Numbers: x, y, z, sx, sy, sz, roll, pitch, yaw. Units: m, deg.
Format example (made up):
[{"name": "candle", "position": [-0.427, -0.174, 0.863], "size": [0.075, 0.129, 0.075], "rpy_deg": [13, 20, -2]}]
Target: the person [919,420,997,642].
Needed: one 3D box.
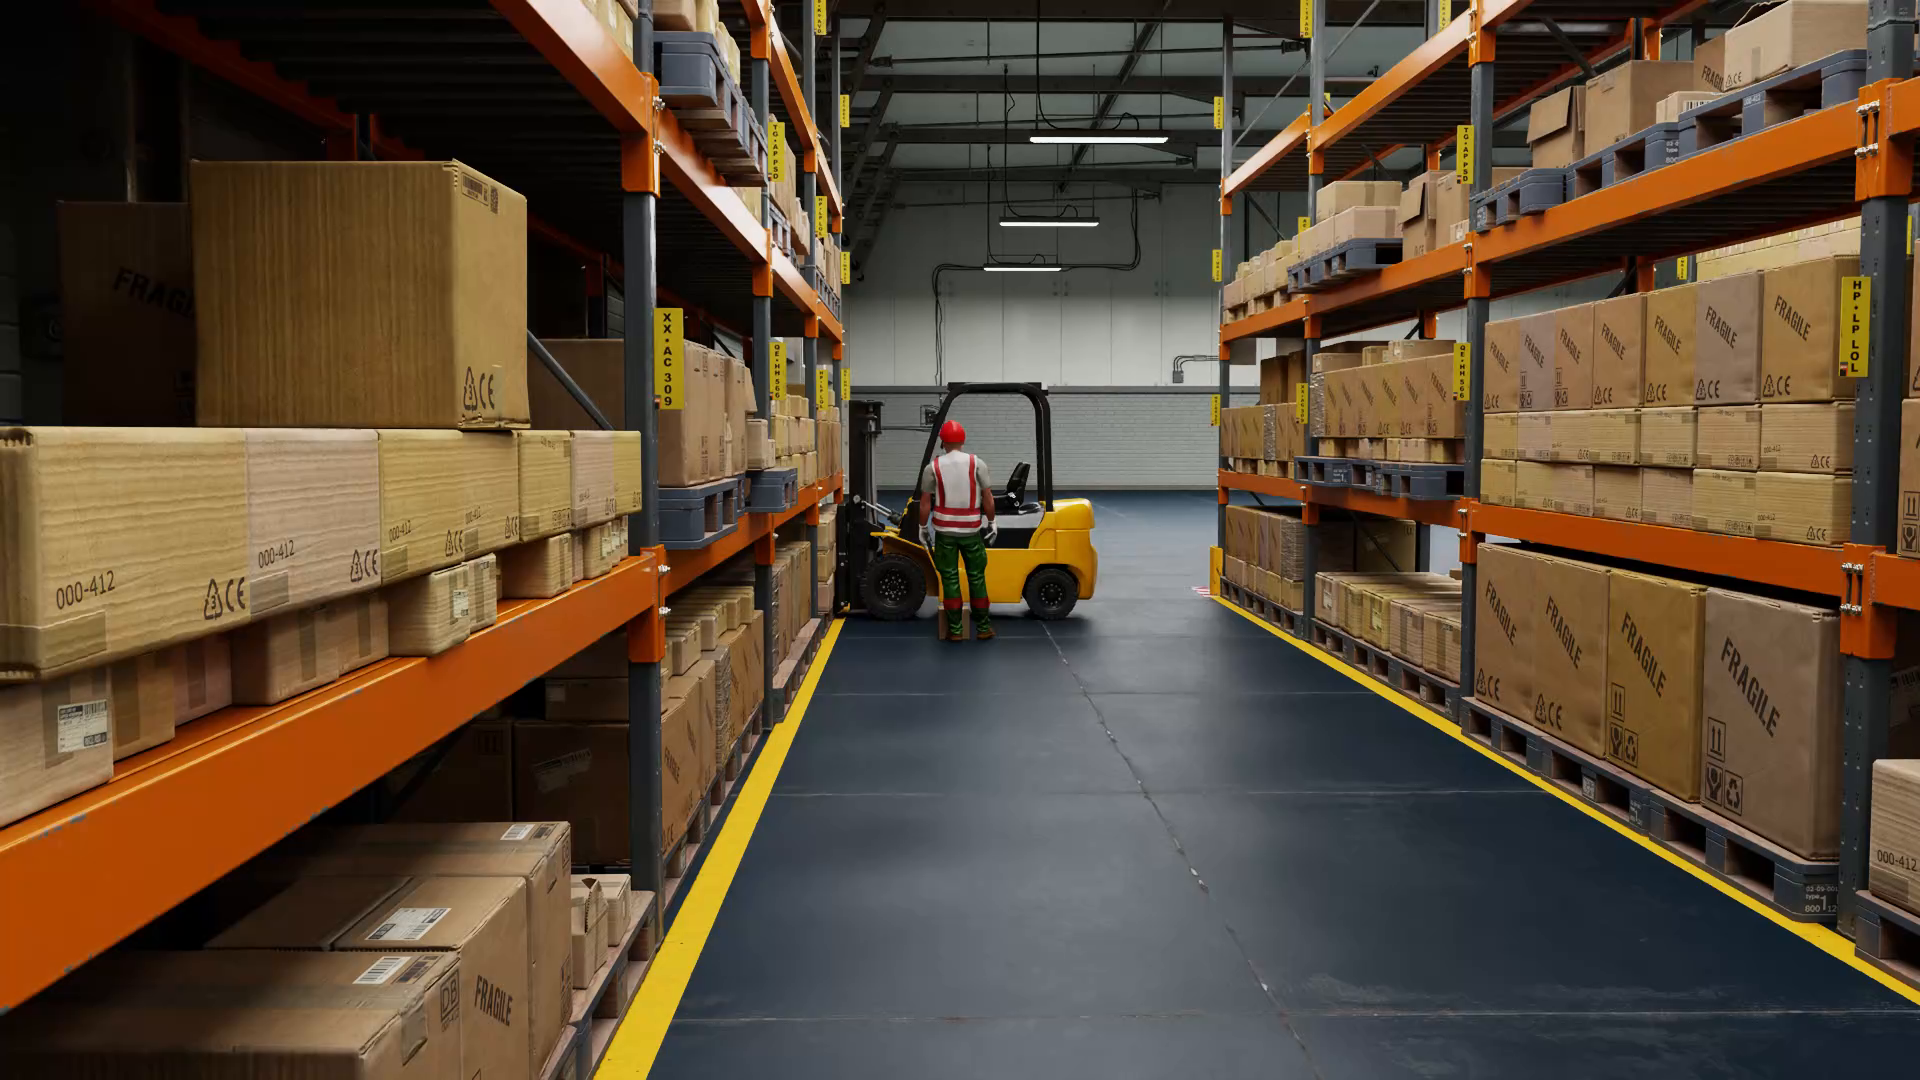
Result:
[{"name": "person", "position": [-0.017, -0.078, 13.552], "size": [0.638, 1.791, 0.561], "rpy_deg": [0, 4, -1]}]
